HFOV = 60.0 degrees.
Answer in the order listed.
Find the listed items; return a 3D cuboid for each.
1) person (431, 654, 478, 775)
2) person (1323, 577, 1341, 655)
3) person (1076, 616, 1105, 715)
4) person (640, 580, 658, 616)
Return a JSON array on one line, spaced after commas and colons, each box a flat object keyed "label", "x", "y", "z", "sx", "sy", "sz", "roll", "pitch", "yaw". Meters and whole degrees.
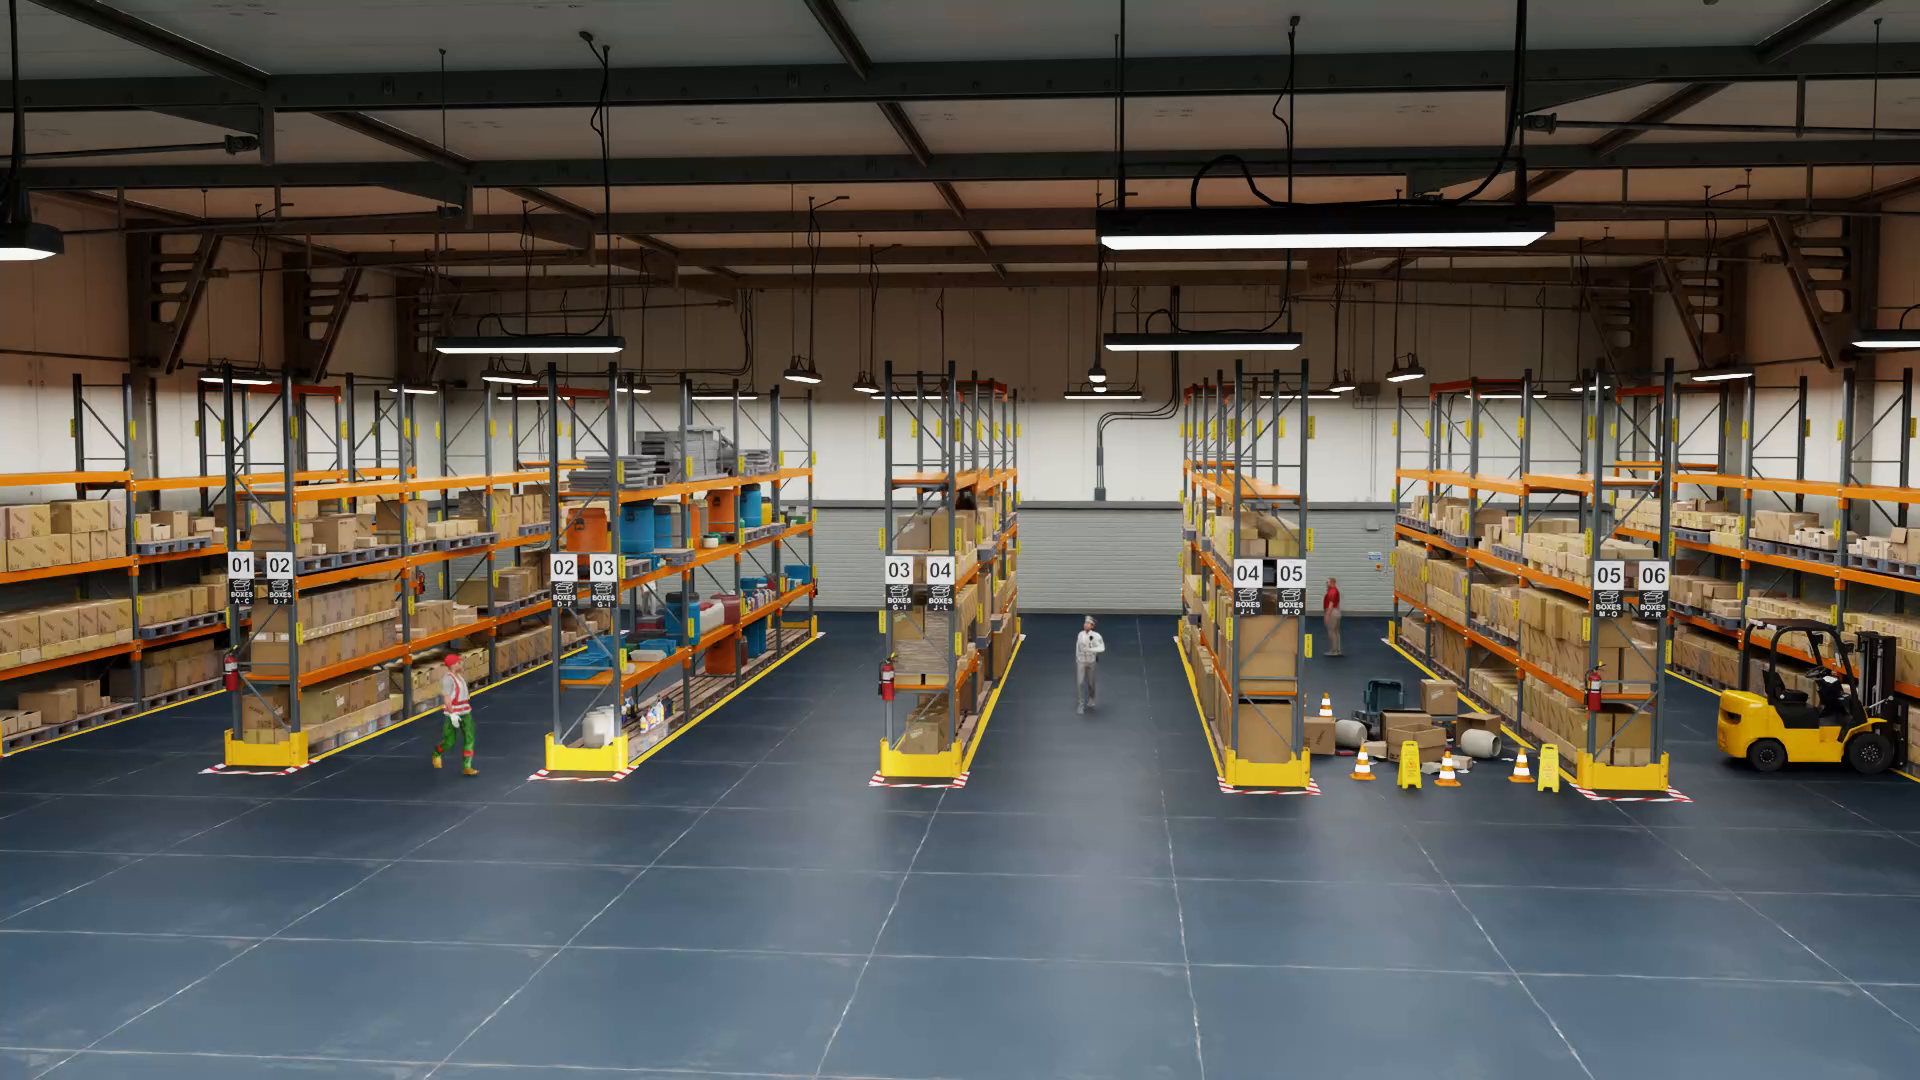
[{"label": "person", "x": -7.382, "y": 2.531, "z": 24.241, "sx": 0.862, "sy": 1.748, "sz": 0.490, "roll": 4, "pitch": 5, "yaw": 43}, {"label": "person", "x": 8.295, "y": 1.704, "z": 37.074, "sx": 0.385, "sy": 1.740, "sz": 0.636, "roll": 2, "pitch": 4, "yaw": 27}, {"label": "person", "x": 2.322, "y": 2.214, "z": 29.675, "sx": 0.537, "sy": 1.738, "sz": 0.804, "roll": 1, "pitch": 4, "yaw": 10}, {"label": "person", "x": -8.093, "y": 1.332, "z": 43.322, "sx": 0.479, "sy": 1.643, "sz": 0.910, "roll": -1, "pitch": 4, "yaw": -16}]
